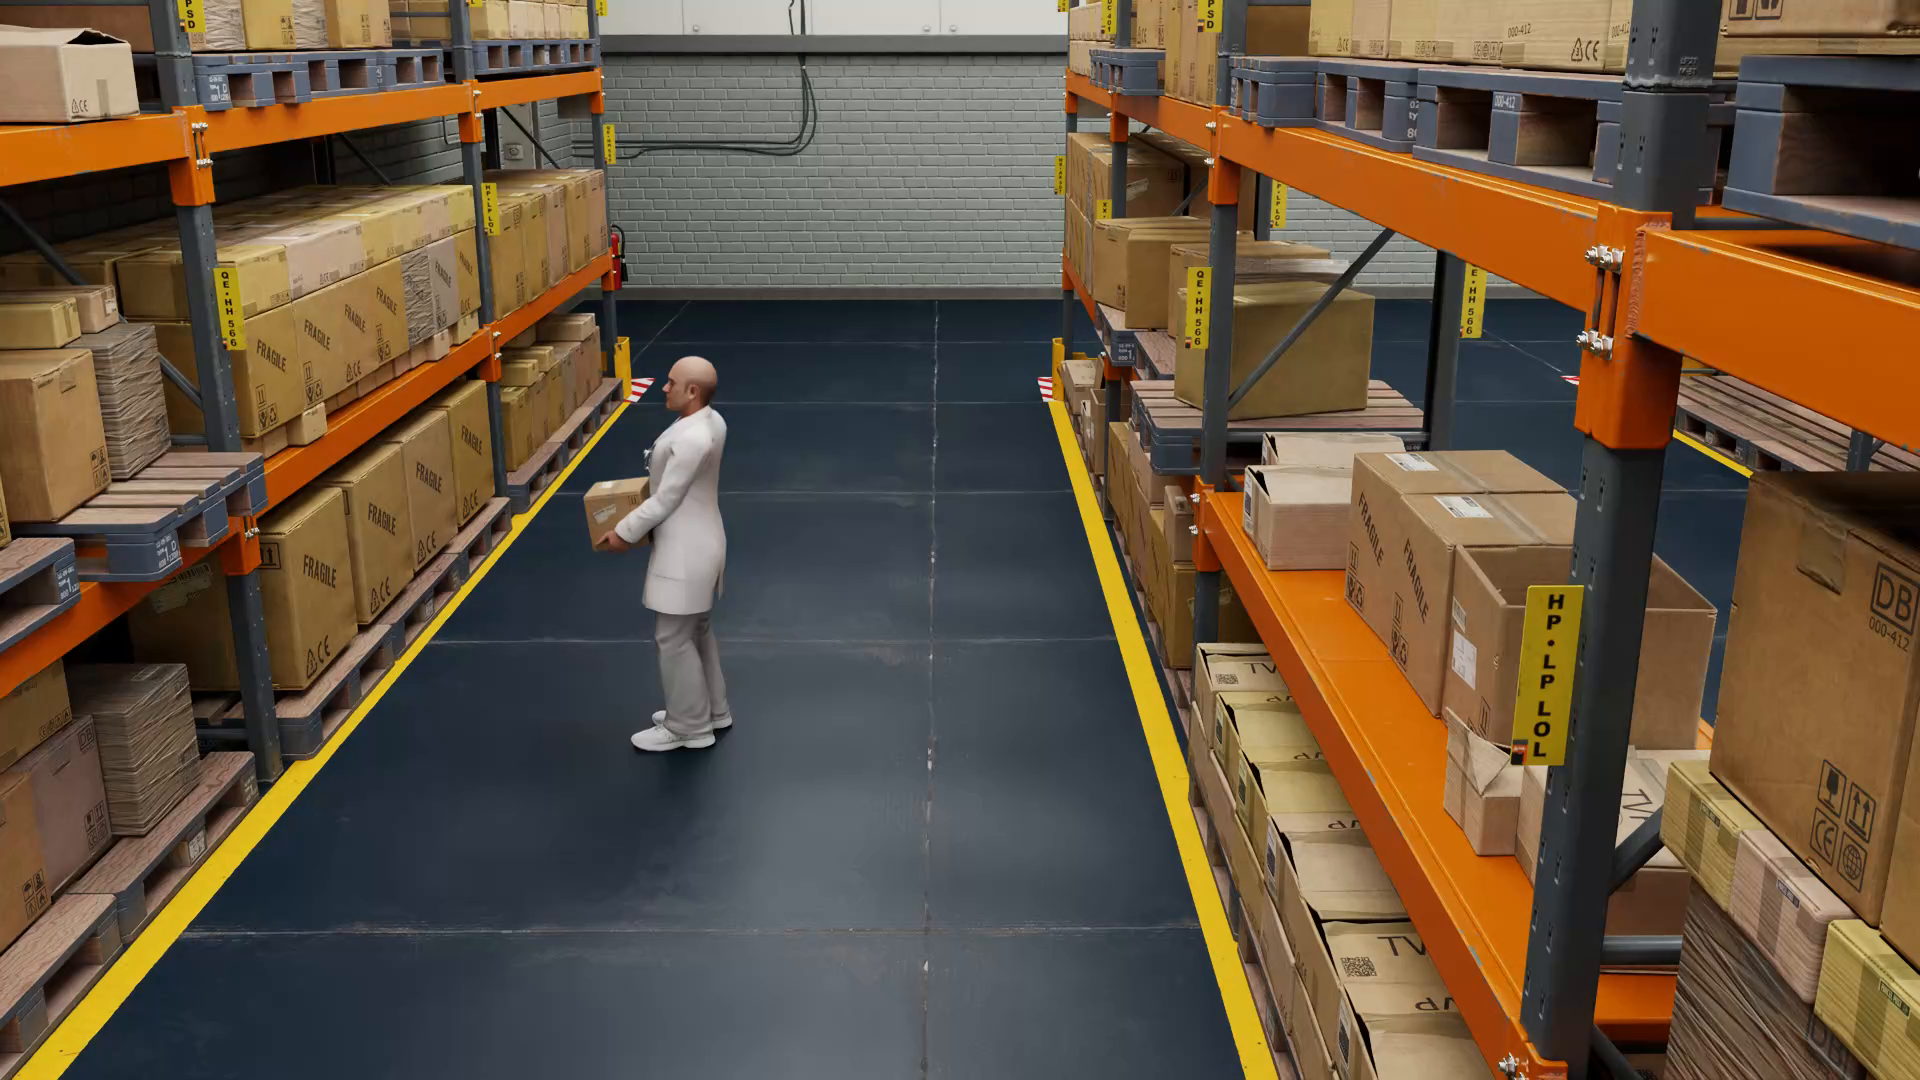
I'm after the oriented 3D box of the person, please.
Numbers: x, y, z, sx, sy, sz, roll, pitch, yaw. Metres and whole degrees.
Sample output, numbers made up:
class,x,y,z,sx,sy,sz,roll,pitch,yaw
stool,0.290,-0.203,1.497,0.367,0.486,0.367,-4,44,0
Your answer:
class,x,y,z,sx,sy,sz,roll,pitch,yaw
person,-1.308,0.060,7.381,0.552,1.772,0.529,0,17,0
